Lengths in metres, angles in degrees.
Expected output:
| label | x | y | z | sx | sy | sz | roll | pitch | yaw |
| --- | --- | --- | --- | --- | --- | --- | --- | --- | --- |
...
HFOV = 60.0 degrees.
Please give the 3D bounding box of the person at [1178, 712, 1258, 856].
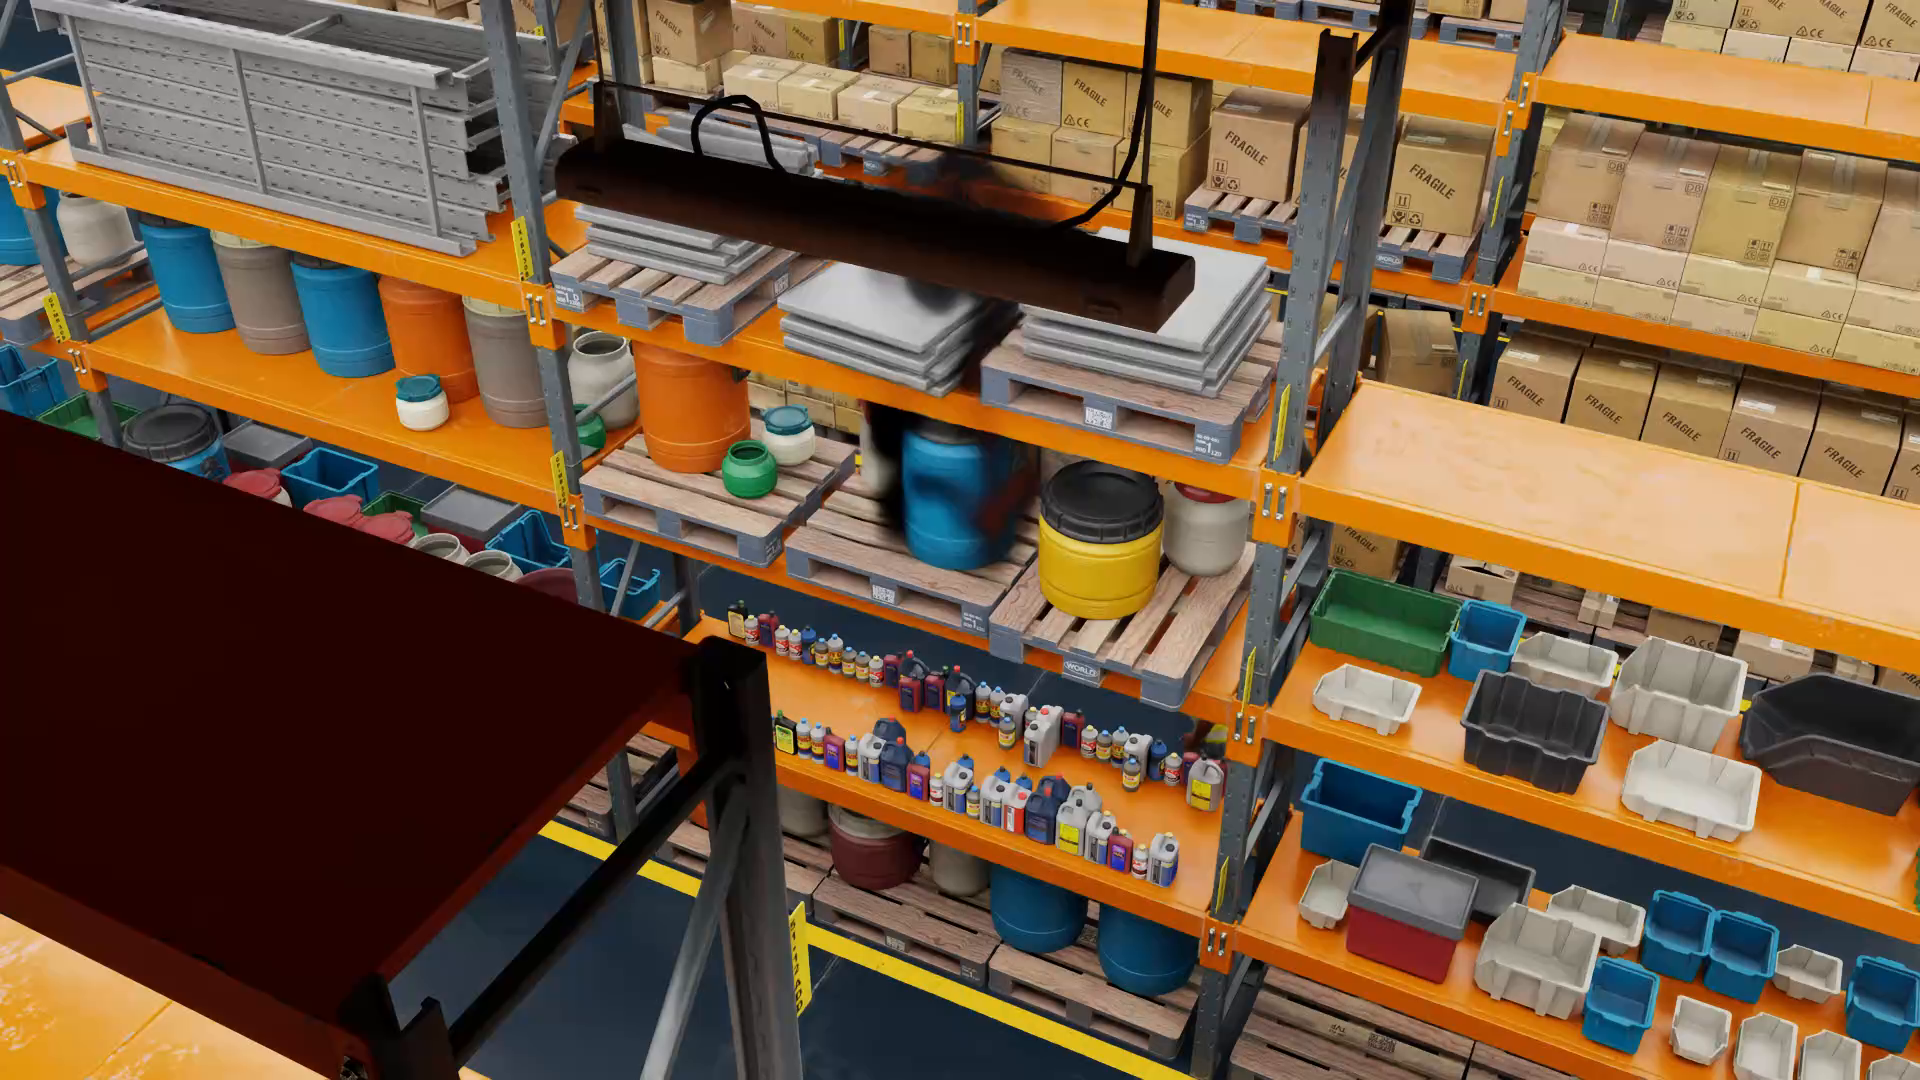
| label | x | y | z | sx | sy | sz | roll | pitch | yaw |
| --- | --- | --- | --- | --- | --- | --- | --- | --- | --- |
| person | 1.653 | 1.214 | 10.741 | 0.915 | 1.619 | 0.728 | 5 | 35 | 7 |
